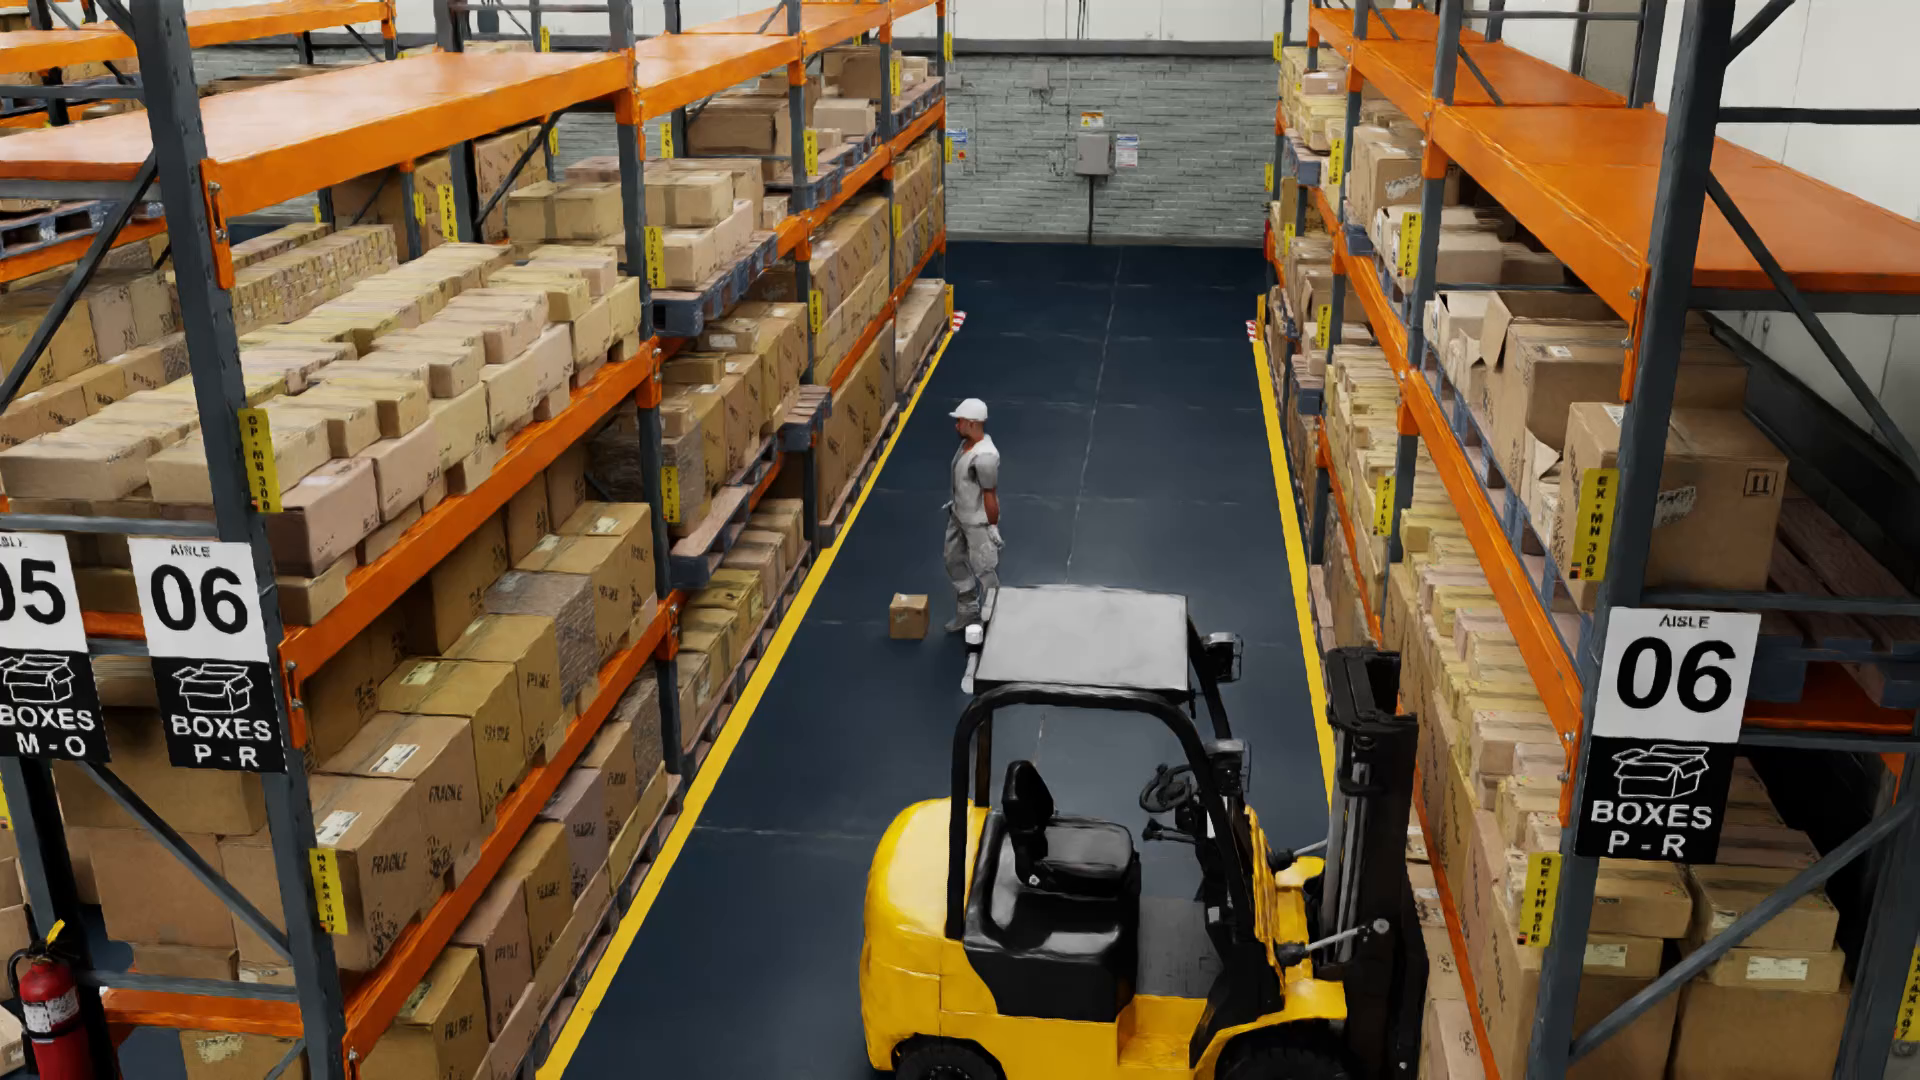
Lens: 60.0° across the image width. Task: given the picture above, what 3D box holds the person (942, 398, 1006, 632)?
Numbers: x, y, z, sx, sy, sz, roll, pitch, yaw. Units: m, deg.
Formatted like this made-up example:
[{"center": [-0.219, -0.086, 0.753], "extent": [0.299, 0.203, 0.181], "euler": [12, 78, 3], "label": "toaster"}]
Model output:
[{"center": [0.097, -0.152, 11.813], "extent": [0.379, 1.804, 0.671], "euler": [-7, 22, -17], "label": "person"}]
